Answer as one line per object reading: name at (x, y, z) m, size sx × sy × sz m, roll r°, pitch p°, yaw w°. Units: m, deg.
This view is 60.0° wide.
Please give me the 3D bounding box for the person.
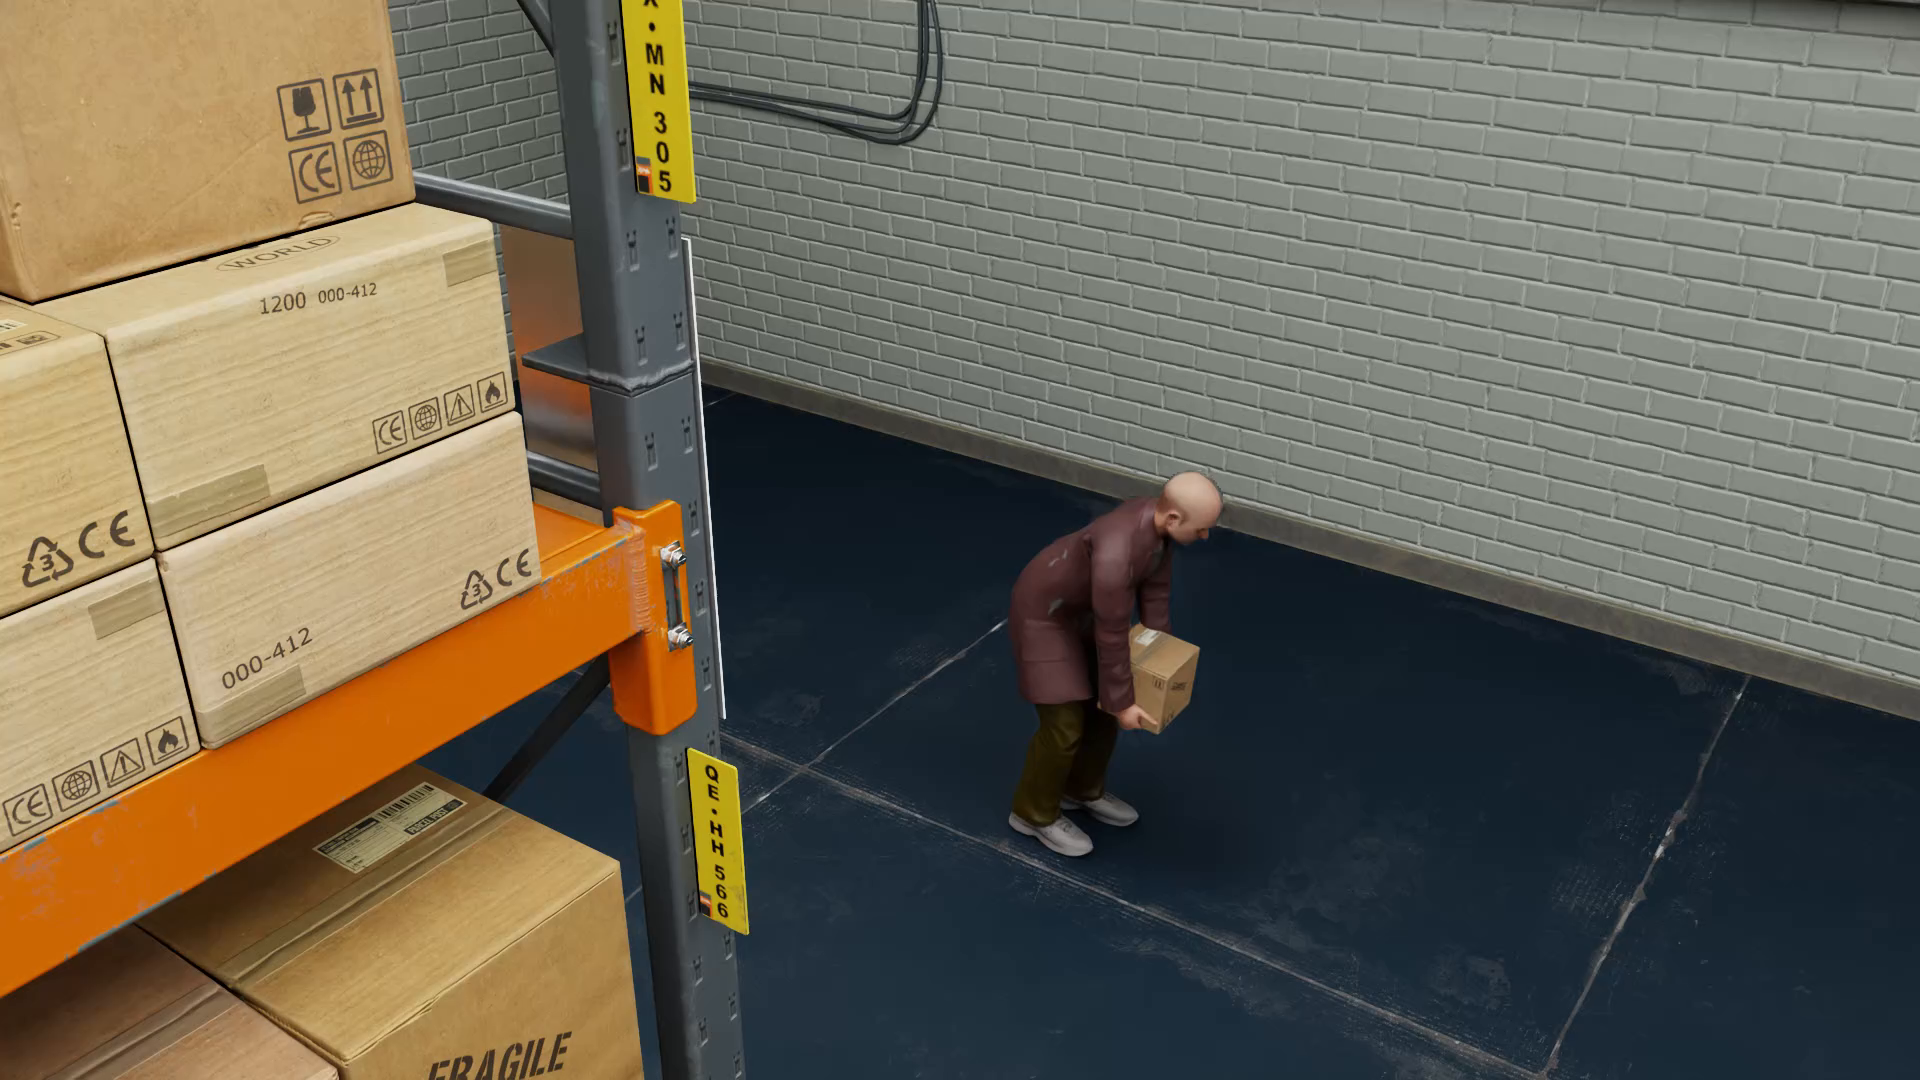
person at (0.536, 0.427, 6.011) m, size 0.757 × 1.576 × 0.539 m, roll 16°, pitch 31°, yaw 29°
